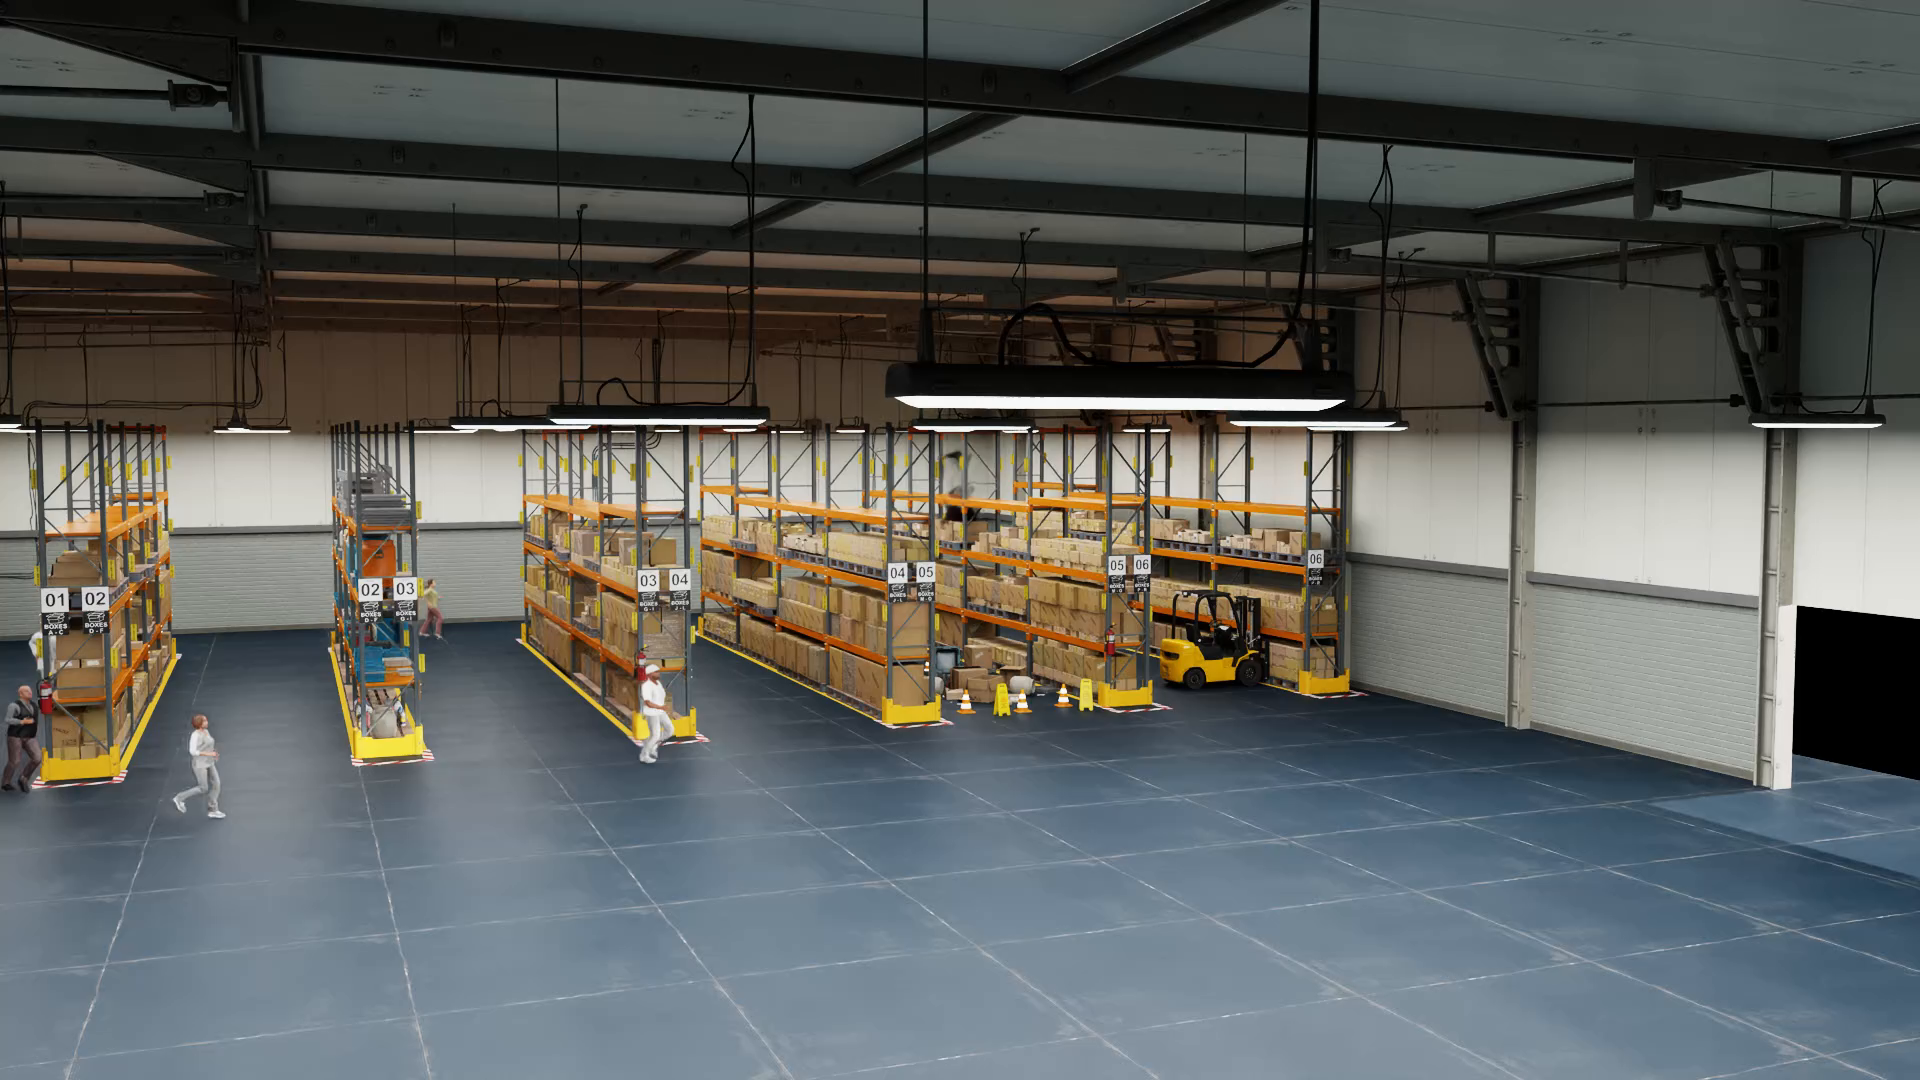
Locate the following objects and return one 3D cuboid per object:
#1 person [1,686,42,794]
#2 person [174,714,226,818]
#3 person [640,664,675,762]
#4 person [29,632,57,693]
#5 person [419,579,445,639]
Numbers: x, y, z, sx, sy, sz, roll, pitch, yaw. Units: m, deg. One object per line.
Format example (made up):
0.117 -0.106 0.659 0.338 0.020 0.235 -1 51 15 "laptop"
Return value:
-15.028 3.212 26.733 0.711 1.748 0.659 2 4 25 "person"
-11.373 3.385 24.893 0.739 1.568 0.548 0 4 0 "person"
-5.302 3.032 29.133 0.635 1.715 0.687 1 4 14 "person"
-19.516 2.634 35.570 0.705 1.807 0.849 -2 4 -25 "person"
-14.924 1.955 46.962 0.735 1.725 0.544 -1 4 -20 "person"
